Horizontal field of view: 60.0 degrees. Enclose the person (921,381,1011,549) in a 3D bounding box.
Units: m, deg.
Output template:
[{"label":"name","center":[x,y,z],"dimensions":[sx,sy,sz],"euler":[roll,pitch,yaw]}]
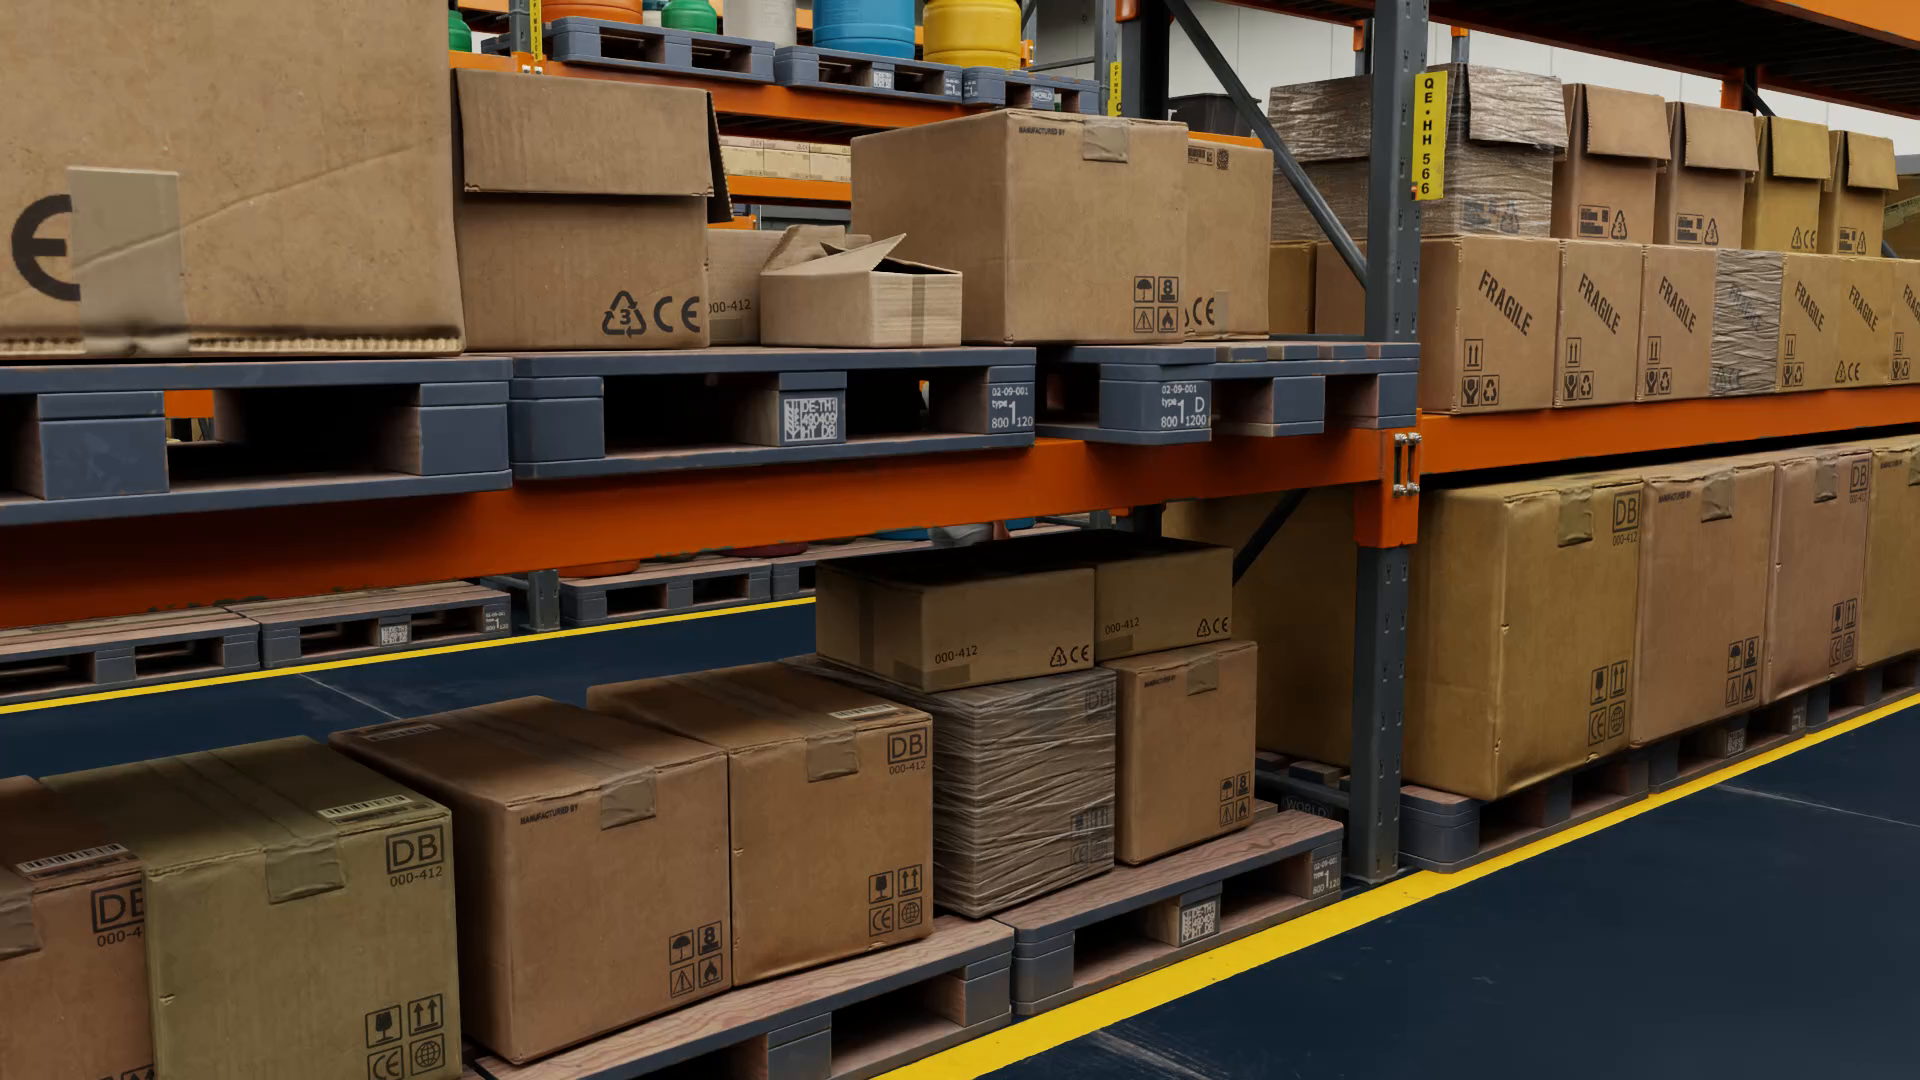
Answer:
[{"label":"person","center":[0.034,-0.065,6.280],"dimensions":[0.338,1.607,0.469],"euler":[-5,9,-33]}]
